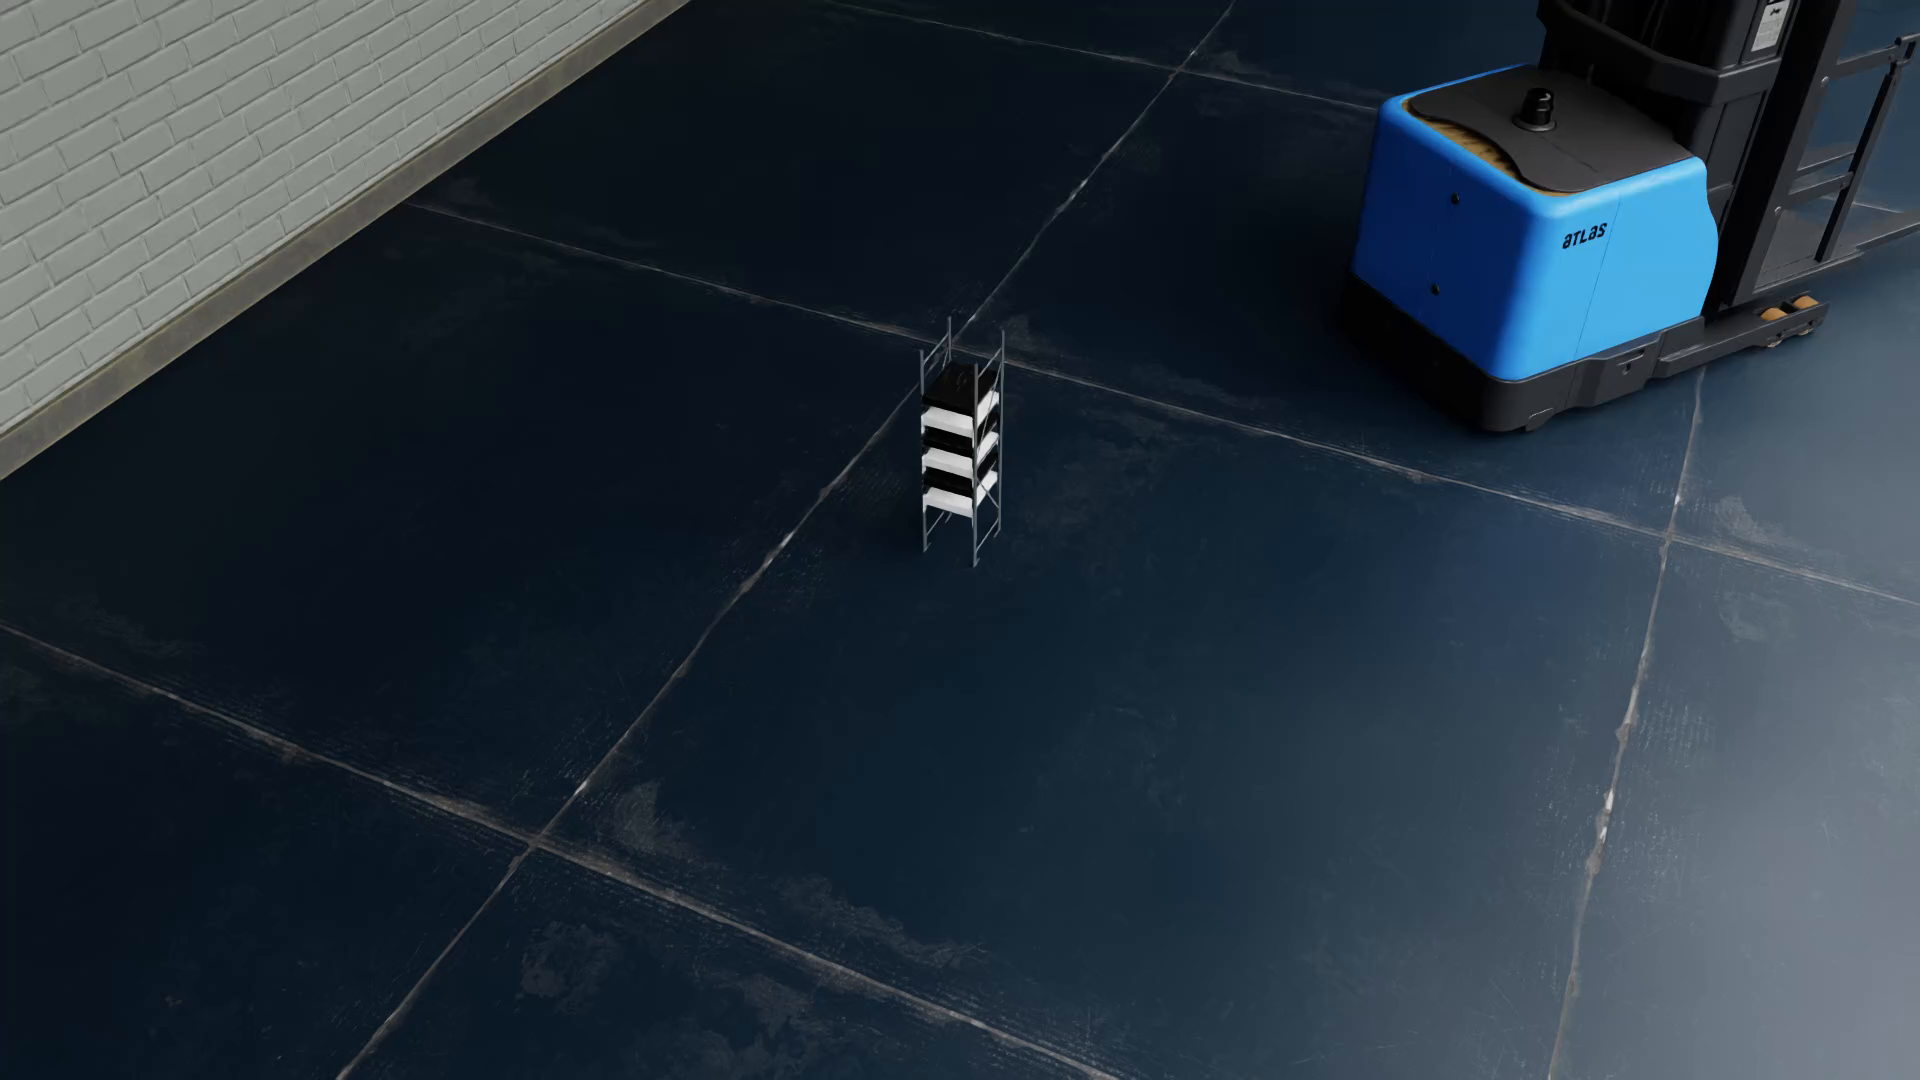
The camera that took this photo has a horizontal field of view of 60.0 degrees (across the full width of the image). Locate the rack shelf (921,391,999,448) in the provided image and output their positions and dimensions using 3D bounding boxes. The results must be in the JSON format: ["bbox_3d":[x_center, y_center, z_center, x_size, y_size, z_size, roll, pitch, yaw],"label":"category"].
[{"bbox_3d":[0.007,-0.449,5.857,0.200,0.077,0.258,17,44,19],"label":"rack shelf"}]

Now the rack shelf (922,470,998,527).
[{"bbox_3d":[0.007,-0.177,6.092,0.200,0.077,0.258,17,44,19],"label":"rack shelf"}]

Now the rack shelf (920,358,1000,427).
[{"bbox_3d":[0.007,-0.517,5.798,0.200,0.077,0.258,17,44,19],"label":"rack shelf"}]

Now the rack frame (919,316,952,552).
[{"bbox_3d":[-0.085,-0.366,5.985,0.006,0.900,0.240,17,44,19],"label":"rack frame"}]

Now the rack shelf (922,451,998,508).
[{"bbox_3d":[0.007,-0.245,6.033,0.200,0.077,0.258,17,44,19],"label":"rack shelf"}]

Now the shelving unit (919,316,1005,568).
[{"bbox_3d":[0.007,-0.338,5.953,0.210,0.900,0.258,17,44,19],"label":"shelving unit"}]

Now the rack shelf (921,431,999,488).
[{"bbox_3d":[0.007,-0.313,5.974,0.200,0.077,0.258,17,44,19],"label":"rack shelf"}]

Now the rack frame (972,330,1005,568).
[{"bbox_3d":[0.099,-0.310,5.920,0.006,0.900,0.240,17,44,19],"label":"rack frame"}]

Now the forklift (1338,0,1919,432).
[{"bbox_3d":[3.200,-2.231,6.586,3.031,2.935,1.130,-19,45,-21],"label":"forklift"}]

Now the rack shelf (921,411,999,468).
[{"bbox_3d":[0.007,-0.381,5.916,0.200,0.077,0.258,17,44,19],"label":"rack shelf"}]
